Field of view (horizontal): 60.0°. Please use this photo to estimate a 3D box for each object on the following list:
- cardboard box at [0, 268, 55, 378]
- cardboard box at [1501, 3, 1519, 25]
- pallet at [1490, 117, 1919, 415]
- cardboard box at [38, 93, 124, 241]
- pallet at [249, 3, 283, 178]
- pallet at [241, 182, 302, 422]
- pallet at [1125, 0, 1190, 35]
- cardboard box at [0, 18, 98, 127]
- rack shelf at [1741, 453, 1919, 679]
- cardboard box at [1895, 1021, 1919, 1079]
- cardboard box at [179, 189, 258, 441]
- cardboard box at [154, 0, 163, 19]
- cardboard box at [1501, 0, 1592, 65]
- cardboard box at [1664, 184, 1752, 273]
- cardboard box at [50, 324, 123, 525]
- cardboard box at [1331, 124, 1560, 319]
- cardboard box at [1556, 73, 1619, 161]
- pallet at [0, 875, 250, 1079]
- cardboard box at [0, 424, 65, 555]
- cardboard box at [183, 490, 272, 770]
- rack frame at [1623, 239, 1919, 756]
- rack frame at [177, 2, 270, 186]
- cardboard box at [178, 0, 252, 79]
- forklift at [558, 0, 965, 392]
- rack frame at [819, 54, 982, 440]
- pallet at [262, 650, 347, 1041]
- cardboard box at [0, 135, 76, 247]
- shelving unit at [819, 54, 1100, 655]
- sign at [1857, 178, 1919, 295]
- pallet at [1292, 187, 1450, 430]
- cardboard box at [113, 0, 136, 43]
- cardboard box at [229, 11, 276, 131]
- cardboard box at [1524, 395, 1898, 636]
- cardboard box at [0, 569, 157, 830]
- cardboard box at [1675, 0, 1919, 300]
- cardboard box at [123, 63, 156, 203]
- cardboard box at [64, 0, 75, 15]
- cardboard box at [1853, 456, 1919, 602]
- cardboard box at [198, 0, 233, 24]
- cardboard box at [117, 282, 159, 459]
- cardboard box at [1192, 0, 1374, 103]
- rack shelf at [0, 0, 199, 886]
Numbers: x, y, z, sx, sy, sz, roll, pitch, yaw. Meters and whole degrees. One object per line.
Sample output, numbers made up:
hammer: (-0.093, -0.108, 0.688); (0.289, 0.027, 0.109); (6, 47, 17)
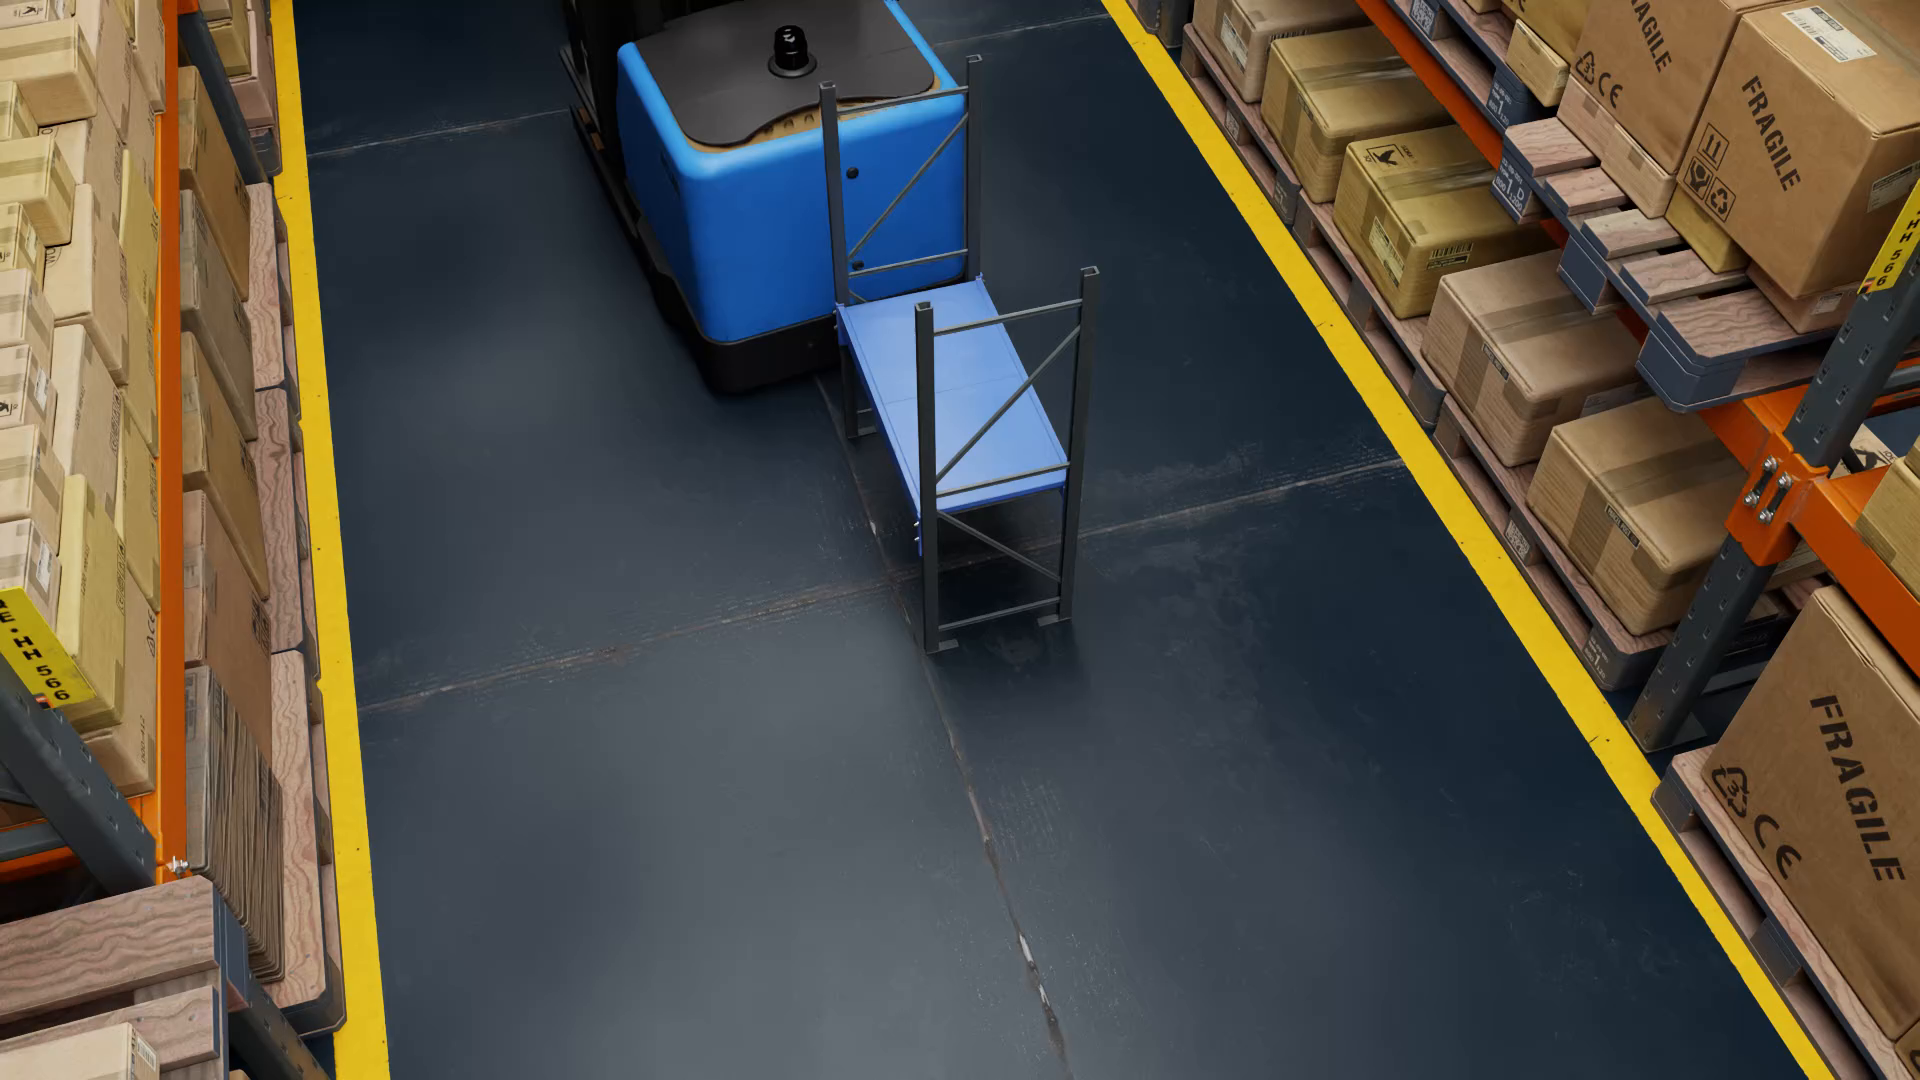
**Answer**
cardboard box: (-2.230, -0.434, 3.664); (0.380, 0.149, 0.250); (-13, 51, -11)
cardboard box: (1.891, -1.643, 5.063); (0.380, 0.149, 0.250); (-13, 51, -11)
pallet: (2.281, -0.888, 4.662); (1.213, 0.211, 1.003); (-13, 51, -11)
cardboard box: (-2.504, -0.940, 4.352); (0.500, 0.250, 0.500); (-13, 51, -10)
pallet: (-3.525, -1.942, 7.249); (1.003, 0.211, 1.213); (-13, 51, -11)
pallet: (-3.075, -0.822, 6.305); (1.003, 0.211, 1.213); (-13, 51, -11)
pallet: (1.179, -2.959, 8.106); (1.003, 0.211, 1.213); (-13, 51, -11)
cardboard box: (-2.458, -1.189, 4.301); (0.380, 0.149, 0.250); (-15, 51, -12)
rack shelf: (3.185, 1.239, 3.214); (1.077, 0.370, 4.000); (-13, 51, -11)
cardboard box: (2.978, 1.272, 3.831); (0.875, 0.875, 0.875); (-13, 51, -11)
cardboard box: (-2.942, -0.673, 5.634); (0.875, 0.625, 0.625); (-14, 51, -11)
cardboard box: (-2.931, -1.893, 5.482); (0.500, 0.250, 0.500); (-12, 51, -10)
cardboard box: (1.880, -1.730, 4.712); (0.500, 0.500, 0.500); (-16, 52, -13)
cardboard box: (2.124, -0.874, 4.414); (0.380, 0.149, 0.250); (-13, 51, -10)
cardboard box: (-2.192, -0.187, 3.717); (0.500, 0.250, 0.500); (-12, 51, -10)
cardboard box: (1.992, -1.249, 6.285); (0.950, 0.372, 0.625); (-12, 51, -10)
cardboard box: (1.940, -1.233, 4.717); (0.380, 0.149, 0.250); (-16, 52, -13)
pallet: (-1.879, 1.213, 2.891); (1.213, 0.211, 1.003); (-13, 51, -11)
cardboard box: (-2.040, -0.064, 3.352); (0.380, 0.149, 0.250); (-12, 51, -10)
cardboard box: (-2.519, 0.367, 4.757); (0.875, 0.625, 0.625); (-12, 51, -10)
rack frame: (2.594, -0.454, 4.170); (1.000, 3.000, 0.127); (-13, 51, -11)
rack frame: (-3.330, -2.250, 5.685); (1.000, 3.000, 0.127); (-13, 51, -11)
cardboard box: (-3.178, -2.083, 6.741); (0.500, 0.250, 0.500); (-14, 51, -11)
forklift: (-1.020, -2.636, 6.055); (1.130, 2.935, 3.031); (-19, 52, -15)
rack frame: (-0.176, -0.917, 5.542); (0.500, 1.500, 0.032); (-13, 51, -11)
pallet: (-2.353, 0.960, 4.802); (1.003, 0.211, 1.213); (-13, 51, -11)
cardboard box: (-2.351, -0.810, 3.981); (0.380, 0.149, 0.250); (-12, 51, -10)
shelving unit: (-0.025, -0.546, 5.229); (0.538, 1.500, 1.048); (-13, 51, -11)
sign: (2.078, -0.672, 3.649); (0.100, 0.325, 0.005); (-13, 51, -11)
pallet: (2.007, -1.015, 6.468); (1.003, 0.211, 1.213); (-13, 51, -11)
cardboard box: (-2.781, -1.688, 4.982); (0.500, 0.250, 0.500); (-15, 51, -12)
cardboard box: (-3.156, -1.927, 6.937); (0.500, 0.250, 0.500); (-13, 51, -11)
cardboard box: (2.436, -0.157, 5.364); (0.950, 0.372, 0.625); (-16, 52, -13)
cardboard box: (-2.045, 0.340, 3.599); (0.500, 0.250, 0.500); (-13, 51, -11)
cardboard box: (2.194, -0.986, 4.085); (0.500, 0.500, 0.500); (-15, 51, -12)
cardboard box: (-2.659, -1.157, 4.862); (0.500, 0.250, 0.500); (-13, 51, -11)
cardboard box: (-2.679, -1.549, 4.605); (0.380, 0.149, 0.250); (-14, 51, -12)
cardboard box: (2.498, 0.009, 3.879); (0.500, 0.250, 0.500); (-14, 51, -12)
cardboard box: (-3.173, -2.246, 6.551); (0.500, 0.250, 0.500); (-14, 51, -12)
cardboard box: (-2.348, -0.403, 4.226); (0.500, 0.250, 0.500); (-15, 51, -12)
cardboard box: (1.568, -2.281, 7.155); (0.950, 0.372, 0.625); (-13, 51, -11)
rack shelf: (-2.738, -0.557, 4.729); (1.077, 0.370, 4.000); (-13, 51, -11)
